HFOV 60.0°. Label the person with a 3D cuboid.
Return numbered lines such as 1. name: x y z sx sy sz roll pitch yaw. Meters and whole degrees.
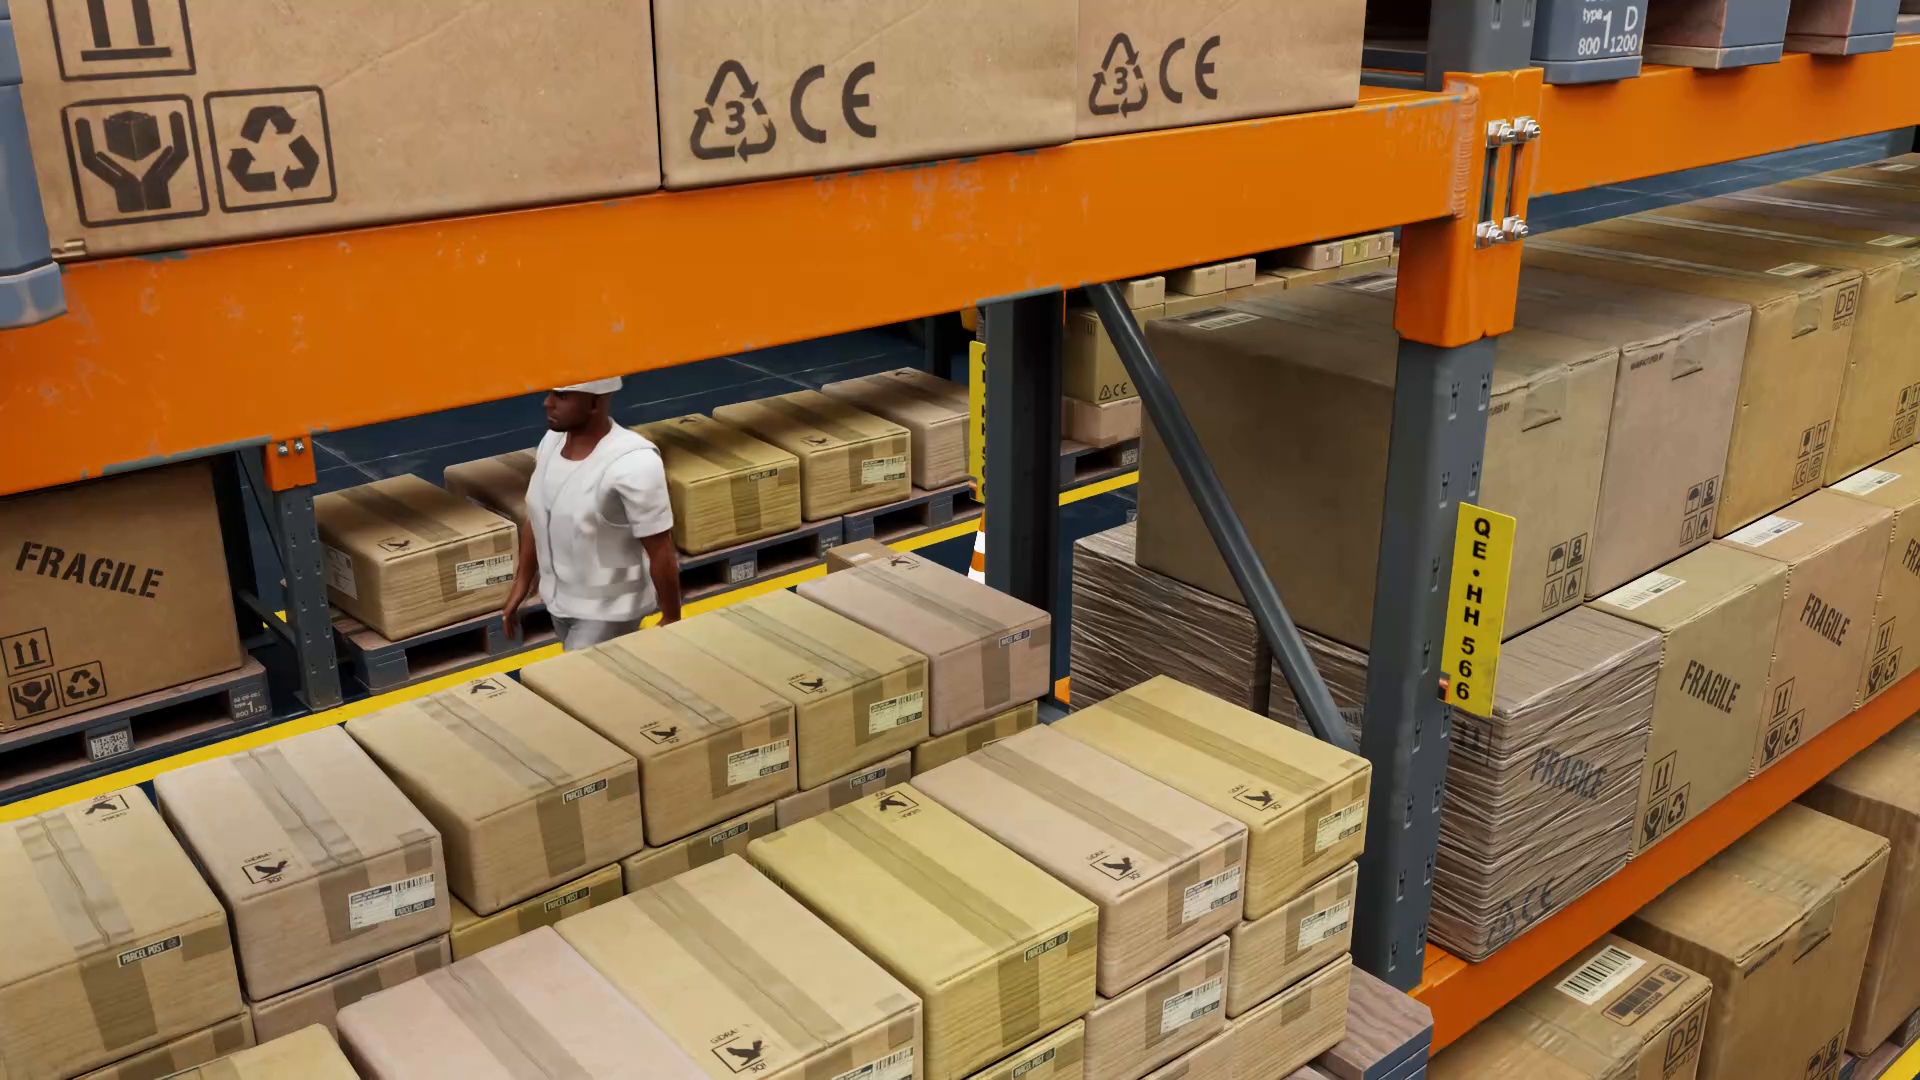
1. person: -1.261 0.239 5.409 0.826 1.773 0.606 -18 27 -39
